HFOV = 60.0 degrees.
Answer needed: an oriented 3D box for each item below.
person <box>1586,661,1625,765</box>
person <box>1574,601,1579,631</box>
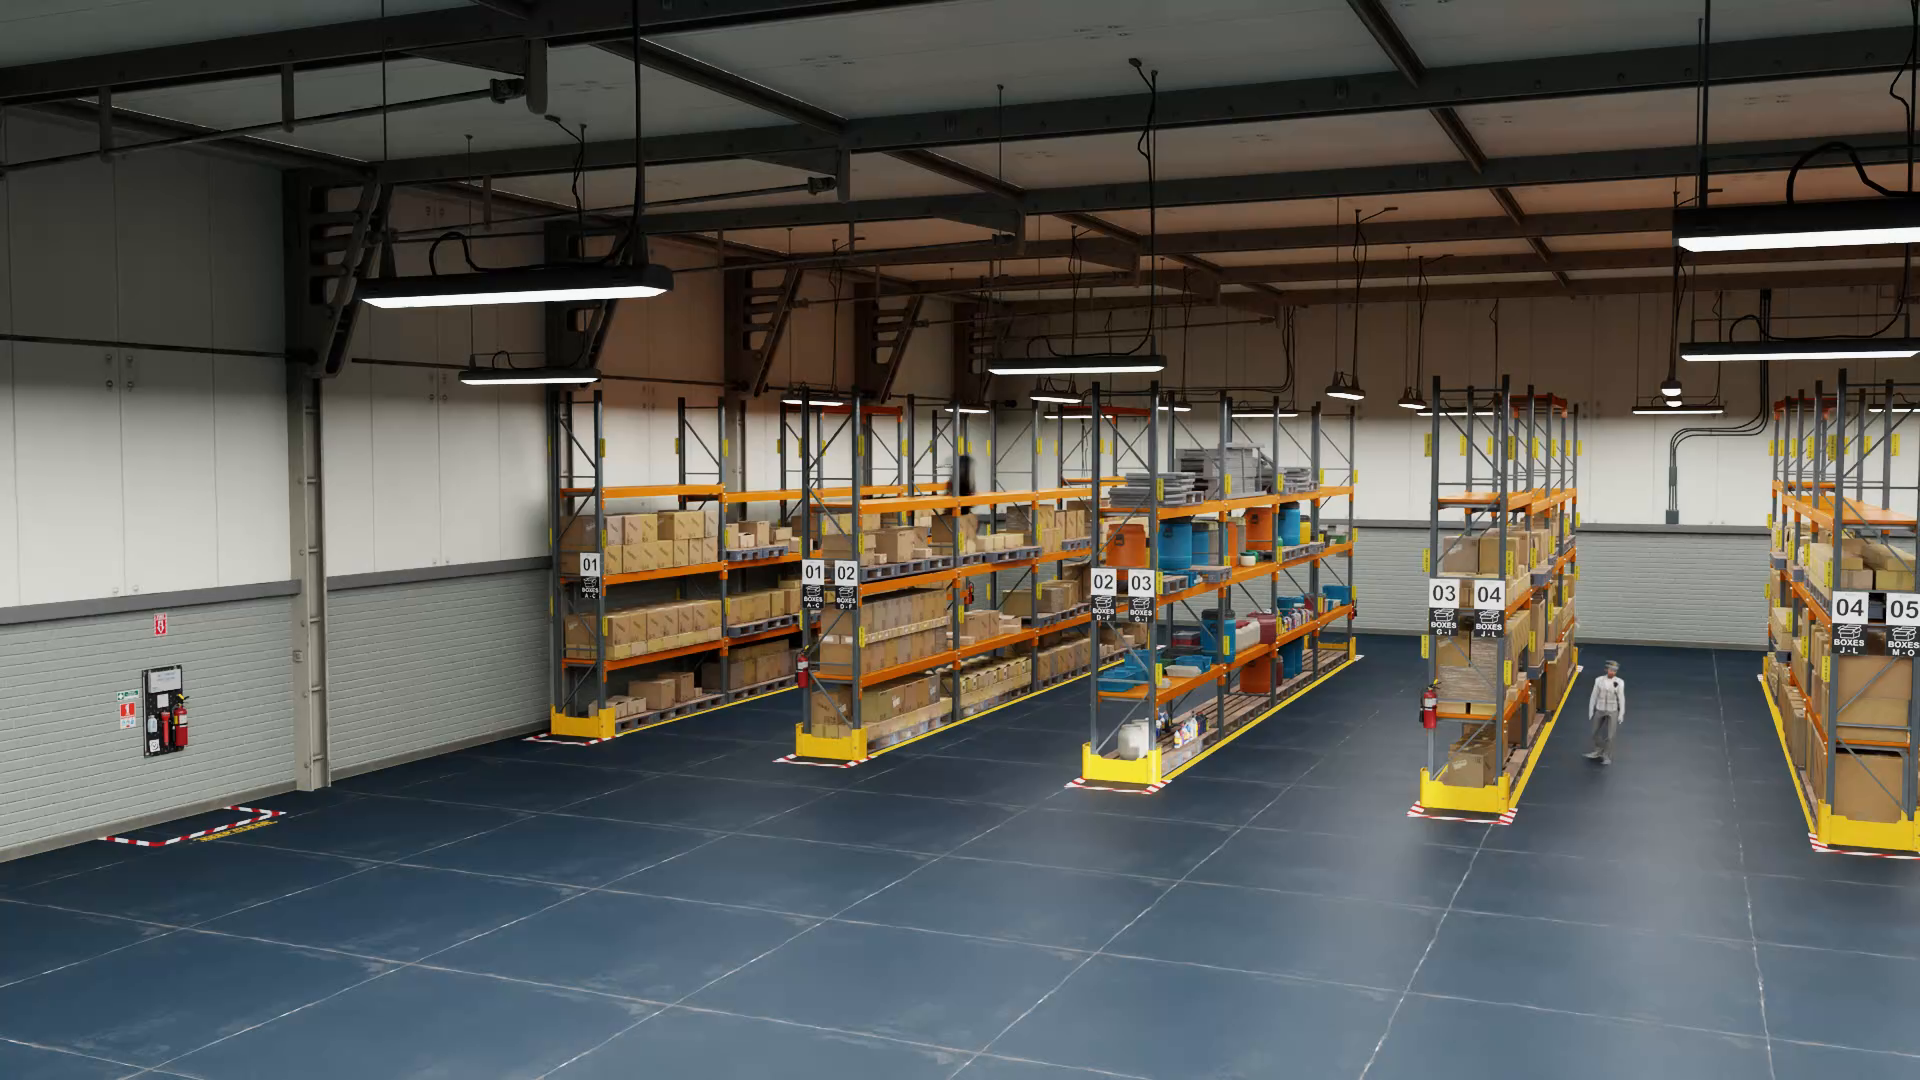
[{"bbox_3d":[10.239,2.719,26.363,0.587,1.645,0.477,2,4,31],"label":"person"},{"bbox_3d":[14.327,1.946,39.786,0.801,1.730,0.753,0,3,1],"label":"person"}]
